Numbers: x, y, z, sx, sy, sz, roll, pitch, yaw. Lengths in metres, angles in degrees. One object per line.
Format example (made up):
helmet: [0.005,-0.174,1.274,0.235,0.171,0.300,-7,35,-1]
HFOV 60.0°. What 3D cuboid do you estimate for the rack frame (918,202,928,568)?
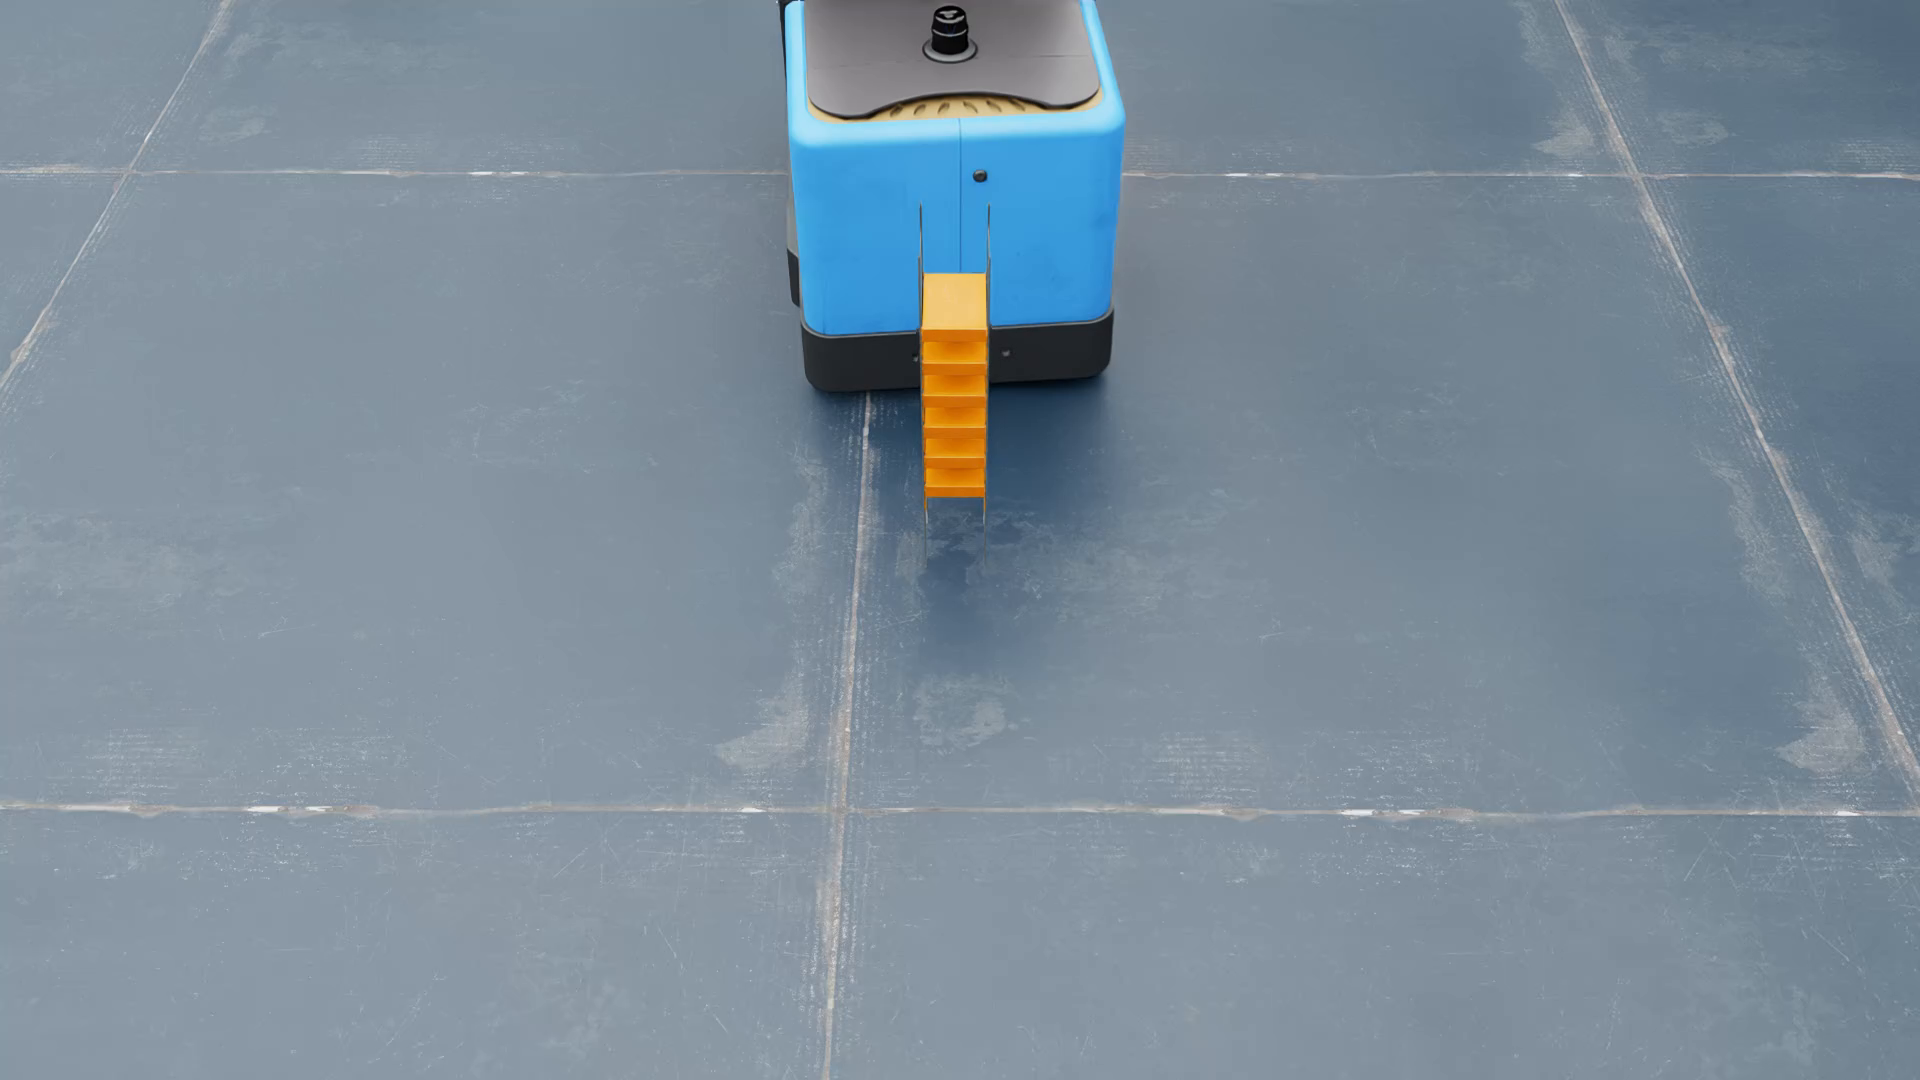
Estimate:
rack frame: [-0.106,-0.409,4.811,0.006,1.200,0.240,0,47,0]

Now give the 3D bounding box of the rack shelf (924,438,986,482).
rack shelf: [-0.014,-0.297,4.931,0.180,0.103,0.258,0,47,0]

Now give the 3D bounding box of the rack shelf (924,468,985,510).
rack shelf: [-0.014,-0.215,5.019,0.180,0.103,0.258,0,47,0]

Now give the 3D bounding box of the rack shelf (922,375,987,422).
rack shelf: [-0.014,-0.460,4.756,0.180,0.103,0.258,0,47,0]

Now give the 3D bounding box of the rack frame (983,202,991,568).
rack frame: [0.077,-0.409,4.811,0.006,1.200,0.240,0,47,0]

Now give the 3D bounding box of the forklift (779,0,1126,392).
forklift: [-0.128,-2.580,5.649,1.130,2.935,3.031,-4,47,-3]

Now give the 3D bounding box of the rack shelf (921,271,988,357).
rack shelf: [-0.014,-0.624,4.580,0.180,0.103,0.258,0,47,0]

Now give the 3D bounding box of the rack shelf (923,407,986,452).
rack shelf: [-0.014,-0.379,4.843,0.180,0.103,0.258,0,47,0]

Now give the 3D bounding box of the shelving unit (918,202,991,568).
shelving unit: [-0.014,-0.409,4.811,0.189,1.200,0.258,0,47,0]

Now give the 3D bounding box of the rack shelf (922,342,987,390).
rack shelf: [-0.014,-0.542,4.668,0.180,0.103,0.258,0,47,0]
